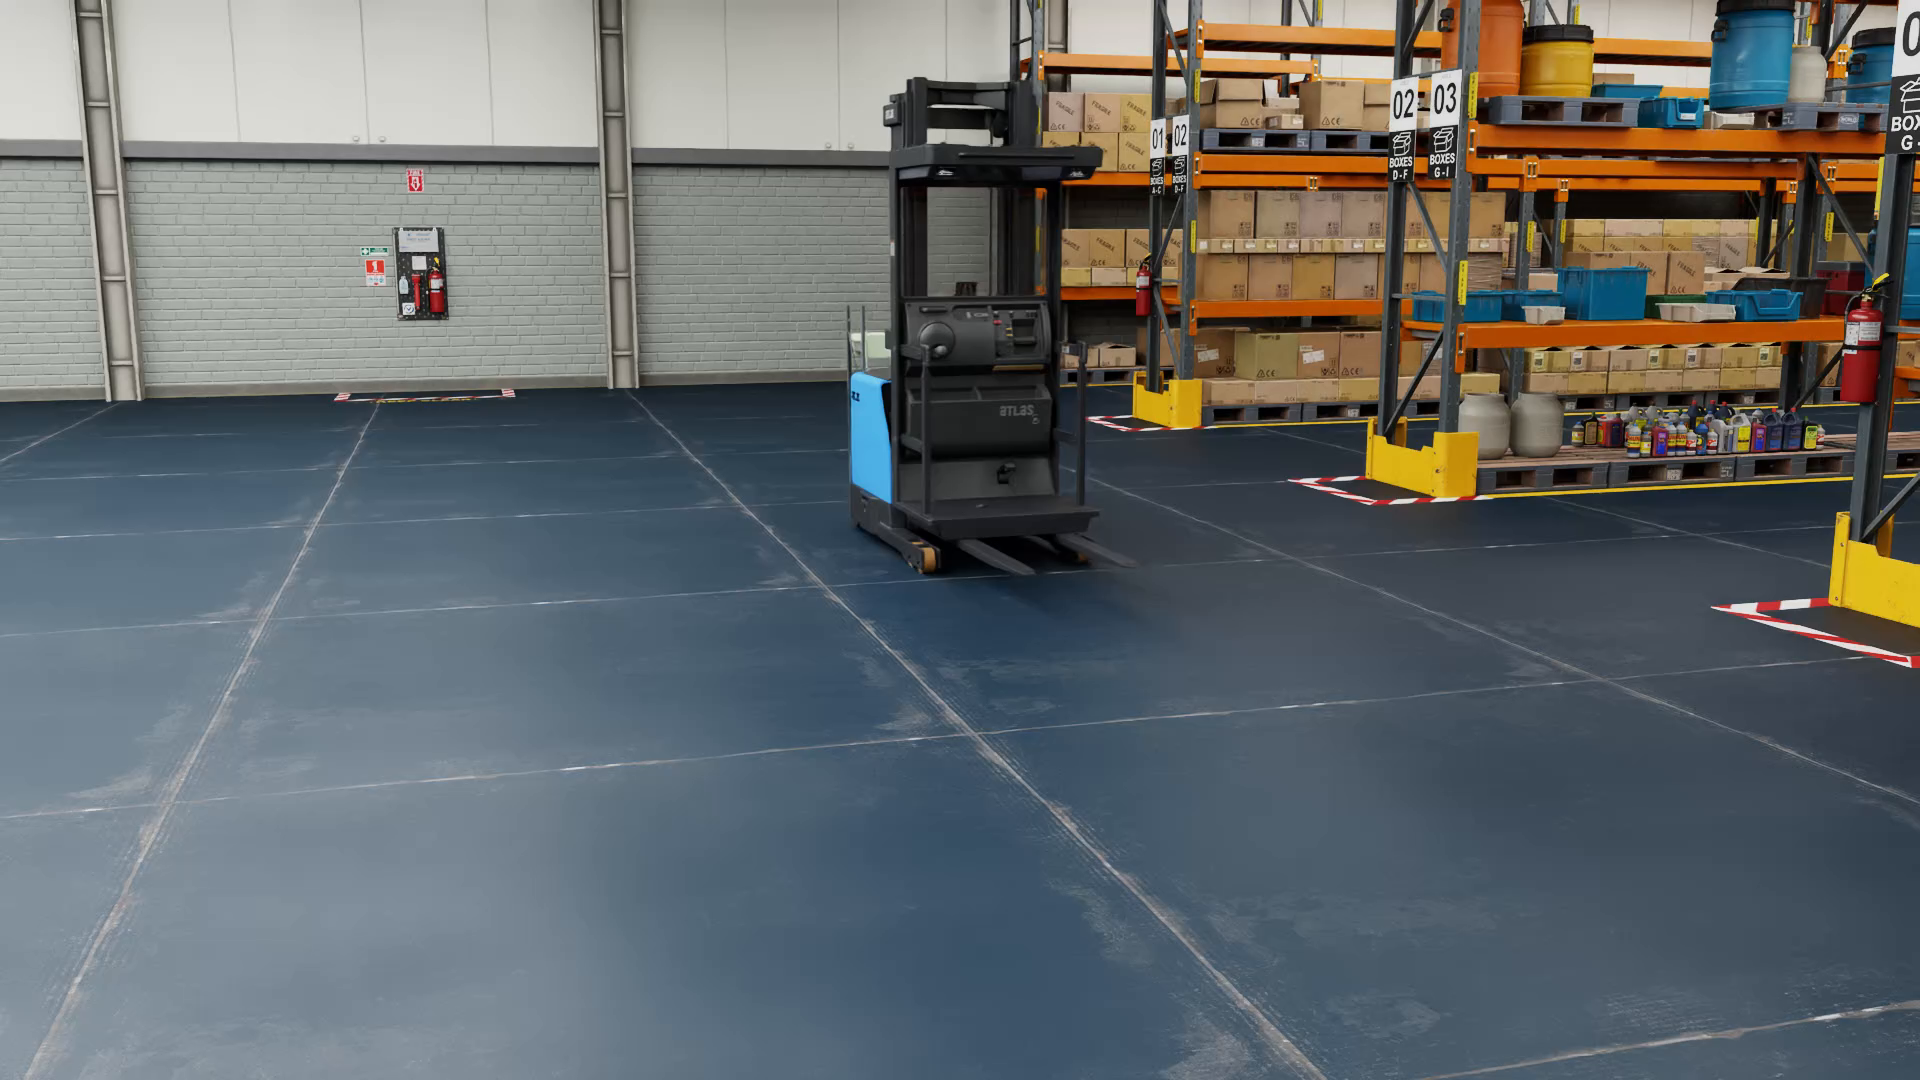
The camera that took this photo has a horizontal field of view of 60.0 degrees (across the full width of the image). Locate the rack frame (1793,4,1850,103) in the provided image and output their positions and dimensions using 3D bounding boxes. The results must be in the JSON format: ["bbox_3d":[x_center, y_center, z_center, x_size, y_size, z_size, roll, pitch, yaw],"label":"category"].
[{"bbox_3d":[9.935,-6.113,19.395,0.127,3.000,1.000,-3,11,-16],"label":"rack frame"}]

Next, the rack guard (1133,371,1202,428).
[{"bbox_3d":[2.231,-1.527,17.959,0.348,0.500,1.175,-3,11,-16],"label":"rack guard"}]

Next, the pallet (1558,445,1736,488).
[{"bbox_3d":[5.645,-0.638,13.929,1.213,0.211,1.003,-3,11,-16],"label":"pallet"}]

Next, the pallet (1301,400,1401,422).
[{"bbox_3d":[4.146,-1.493,18.574,1.213,0.211,1.003,-3,11,-16],"label":"pallet"}]

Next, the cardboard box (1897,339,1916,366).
[{"bbox_3d":[11.436,-2.175,20.263,0.500,0.500,0.500,-3,11,-17],"label":"cardboard box"}]

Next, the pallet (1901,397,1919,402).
[{"bbox_3d":[11.832,-1.883,20.692,1.213,0.211,1.003,-3,11,-16],"label":"pallet"}]

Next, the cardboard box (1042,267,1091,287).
[{"bbox_3d":[1.423,-3.524,22.262,0.500,0.250,0.500,-3,11,-18],"label":"cardboard box"}]

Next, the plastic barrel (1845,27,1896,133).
[{"bbox_3d":[7.903,-3.884,14.189,0.708,0.901,0.600,-3,11,-16],"label":"plastic barrel"}]

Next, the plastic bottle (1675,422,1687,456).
[{"bbox_3d":[5.888,-0.831,13.594,0.097,0.271,0.097,0,10,0],"label":"plastic bottle"}]

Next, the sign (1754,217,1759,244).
[{"bbox_3d":[9.774,-3.787,20.351,0.005,0.325,0.100,-3,11,-16],"label":"sign"}]

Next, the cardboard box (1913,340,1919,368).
[{"bbox_3d":[5.235,-0.962,8.680,0.250,0.149,0.380,-3,11,-16],"label":"cardboard box"}]

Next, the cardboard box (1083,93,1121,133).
[{"bbox_3d":[1.799,-5.638,22.010,0.500,0.500,0.500,-3,11,-17],"label":"cardboard box"}]

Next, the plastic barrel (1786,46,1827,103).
[{"bbox_3d":[7.007,-3.848,13.908,0.421,0.512,0.421,0,10,0],"label":"plastic barrel"}]

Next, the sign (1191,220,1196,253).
[{"bbox_3d":[2.403,-3.125,17.128,0.005,0.325,0.100,-3,11,-16],"label":"sign"}]

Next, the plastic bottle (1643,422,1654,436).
[{"bbox_3d":[5.892,-0.911,14.222,0.097,0.201,0.097,0,10,0],"label":"plastic bottle"}]

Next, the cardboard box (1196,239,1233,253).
[{"bbox_3d":[2.691,-3.108,17.576,0.250,0.149,0.380,-3,11,-16],"label":"cardboard box"}]

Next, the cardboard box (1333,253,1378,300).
[{"bbox_3d":[4.191,-2.907,18.275,0.500,0.500,0.700,-3,11,-14],"label":"cardboard box"}]

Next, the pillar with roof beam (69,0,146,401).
[{"bbox_3d":[-9.022,-5.399,15.519,0.400,9.000,9.100,-3,11,-16],"label":"pillar with roof beam"}]

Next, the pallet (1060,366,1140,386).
[{"bbox_3d":[1.729,-2.286,22.879,1.213,0.211,1.003,-3,11,-16],"label":"pallet"}]

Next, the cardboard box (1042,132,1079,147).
[{"bbox_3d":[1.257,-5.126,21.990,0.500,0.500,0.500,-3,11,-14],"label":"cardboard box"}]

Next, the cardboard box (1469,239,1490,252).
[{"bbox_3d":[5.655,-3.265,18.428,0.250,0.149,0.380,-3,11,-17],"label":"cardboard box"}]

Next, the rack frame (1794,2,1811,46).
[{"bbox_3d":[12.387,-7.176,25.172,0.127,3.000,1.000,-3,11,-16],"label":"rack frame"}]

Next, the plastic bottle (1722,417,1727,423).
[{"bbox_3d":[6.390,-0.887,13.866,0.133,0.283,0.061,-3,11,-16],"label":"plastic bottle"}]

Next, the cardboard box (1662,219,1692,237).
[{"bbox_3d":[10.538,-4.656,24.827,0.500,0.250,0.500,-3,11,-17],"label":"cardboard box"}]

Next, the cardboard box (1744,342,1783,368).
[{"bbox_3d":[9.501,-2.223,19.722,0.500,0.311,0.500,-3,11,-14],"label":"cardboard box"}]

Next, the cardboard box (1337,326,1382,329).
[{"bbox_3d":[4.602,-2.163,18.875,0.500,0.500,0.500,-3,11,-16],"label":"cardboard box"}]

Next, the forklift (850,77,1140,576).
[{"bbox_3d":[0.184,-1.318,10.110,1.130,2.935,3.031,-3,11,-18],"label":"forklift"}]

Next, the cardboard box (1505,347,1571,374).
[{"bbox_3d":[6.561,-2.067,18.878,0.500,0.311,0.500,-3,11,-16],"label":"cardboard box"}]

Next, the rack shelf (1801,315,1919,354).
[{"bbox_3d":[9.396,-1.846,14.776,4.000,0.370,1.077,-3,11,-16],"label":"rack shelf"}]

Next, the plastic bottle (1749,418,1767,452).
[{"bbox_3d":[6.608,-0.871,13.781,0.133,0.283,0.061,-2,11,-12],"label":"plastic bottle"}]

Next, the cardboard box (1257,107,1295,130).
[{"bbox_3d":[3.286,-4.538,17.996,0.500,0.250,0.500,-3,11,-16],"label":"cardboard box"}]

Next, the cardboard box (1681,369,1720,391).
[{"bbox_3d":[8.520,-1.896,19.494,0.500,0.250,0.500,-3,11,-15],"label":"cardboard box"}]

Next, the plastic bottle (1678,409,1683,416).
[{"bbox_3d":[6.233,-1.000,14.479,0.133,0.283,0.061,-3,11,-13],"label":"plastic bottle"}]

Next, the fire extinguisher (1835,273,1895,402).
[{"bbox_3d":[4.780,-1.071,8.795,0.183,0.674,0.296,-3,11,-16],"label":"fire extinguisher"}]

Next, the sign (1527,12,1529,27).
[{"bbox_3d":[8.388,-7.607,24.496,0.005,0.325,0.100,-3,11,-16],"label":"sign"}]

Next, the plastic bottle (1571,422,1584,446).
[{"bbox_3d":[5.276,-0.905,14.194,0.097,0.201,0.097,0,10,0],"label":"plastic bottle"}]

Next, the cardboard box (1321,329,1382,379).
[{"bbox_3d":[4.272,-2.044,18.230,0.500,0.500,0.500,-3,11,-16],"label":"cardboard box"}]

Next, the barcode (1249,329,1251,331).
[{"bbox_3d":[4.121,-2.980,23.751,0.075,0.075,0.001,-3,11,-16],"label":"barcode"}]

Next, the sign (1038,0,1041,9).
[{"bbox_3d":[1.017,-6.973,21.269,0.005,0.325,0.100,-3,11,-16],"label":"sign"}]

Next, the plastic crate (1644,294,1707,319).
[{"bbox_3d":[6.093,-1.975,14.073,0.662,0.188,0.450,-3,11,-16],"label":"plastic crate"}]

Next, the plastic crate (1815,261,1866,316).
[{"bbox_3d":[7.855,-2.208,14.577,0.583,0.464,0.402,-3,11,-16],"label":"plastic crate"}]

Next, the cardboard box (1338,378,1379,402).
[{"bbox_3d":[4.272,-1.676,18.299,0.500,0.250,0.500,-3,11,-16],"label":"cardboard box"}]

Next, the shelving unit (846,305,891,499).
[{"bbox_3d":[-0.385,-0.926,11.901,0.755,1.500,0.431,-4,10,-20],"label":"shelving unit"}]

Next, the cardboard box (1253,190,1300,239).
[{"bbox_3d":[3.260,-3.496,17.894,0.500,0.500,0.700,-3,11,-17],"label":"cardboard box"}]

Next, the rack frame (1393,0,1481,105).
[{"bbox_3d":[3.635,-4.847,12.518,0.127,3.000,1.000,-3,11,-16],"label":"rack frame"}]

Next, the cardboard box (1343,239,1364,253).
[{"bbox_3d":[4.167,-3.186,17.998,0.250,0.149,0.380,-3,11,-15],"label":"cardboard box"}]

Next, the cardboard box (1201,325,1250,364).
[{"bbox_3d":[3.721,-2.748,23.379,0.500,0.500,0.500,-4,11,-20],"label":"cardboard box"}]

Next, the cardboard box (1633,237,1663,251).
[{"bbox_3d":[10.067,-4.258,24.740,0.500,0.500,0.500,-3,11,-16],"label":"cardboard box"}]

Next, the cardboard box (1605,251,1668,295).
[{"bbox_3d":[7.823,-3.097,19.308,0.500,0.500,0.500,-3,11,-16],"label":"cardboard box"}]

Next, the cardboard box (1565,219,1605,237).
[{"bbox_3d":[9.082,-4.577,24.399,0.500,0.250,0.500,-3,11,-15],"label":"cardboard box"}]

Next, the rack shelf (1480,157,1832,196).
[{"bbox_3d":[8.015,-4.182,19.182,4.000,0.370,1.077,-3,11,-16],"label":"rack shelf"}]

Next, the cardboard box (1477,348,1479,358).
[{"bbox_3d":[7.343,-2.959,24.523,0.500,0.500,0.700,-3,11,-16],"label":"cardboard box"}]

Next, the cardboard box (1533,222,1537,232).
[{"bbox_3d":[8.224,-4.585,24.385,0.250,0.149,0.380,-5,11,-23],"label":"cardboard box"}]

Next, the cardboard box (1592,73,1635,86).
[{"bbox_3d":[7.238,-4.994,18.786,0.500,0.500,0.500,-2,11,-10],"label":"cardboard box"}]
